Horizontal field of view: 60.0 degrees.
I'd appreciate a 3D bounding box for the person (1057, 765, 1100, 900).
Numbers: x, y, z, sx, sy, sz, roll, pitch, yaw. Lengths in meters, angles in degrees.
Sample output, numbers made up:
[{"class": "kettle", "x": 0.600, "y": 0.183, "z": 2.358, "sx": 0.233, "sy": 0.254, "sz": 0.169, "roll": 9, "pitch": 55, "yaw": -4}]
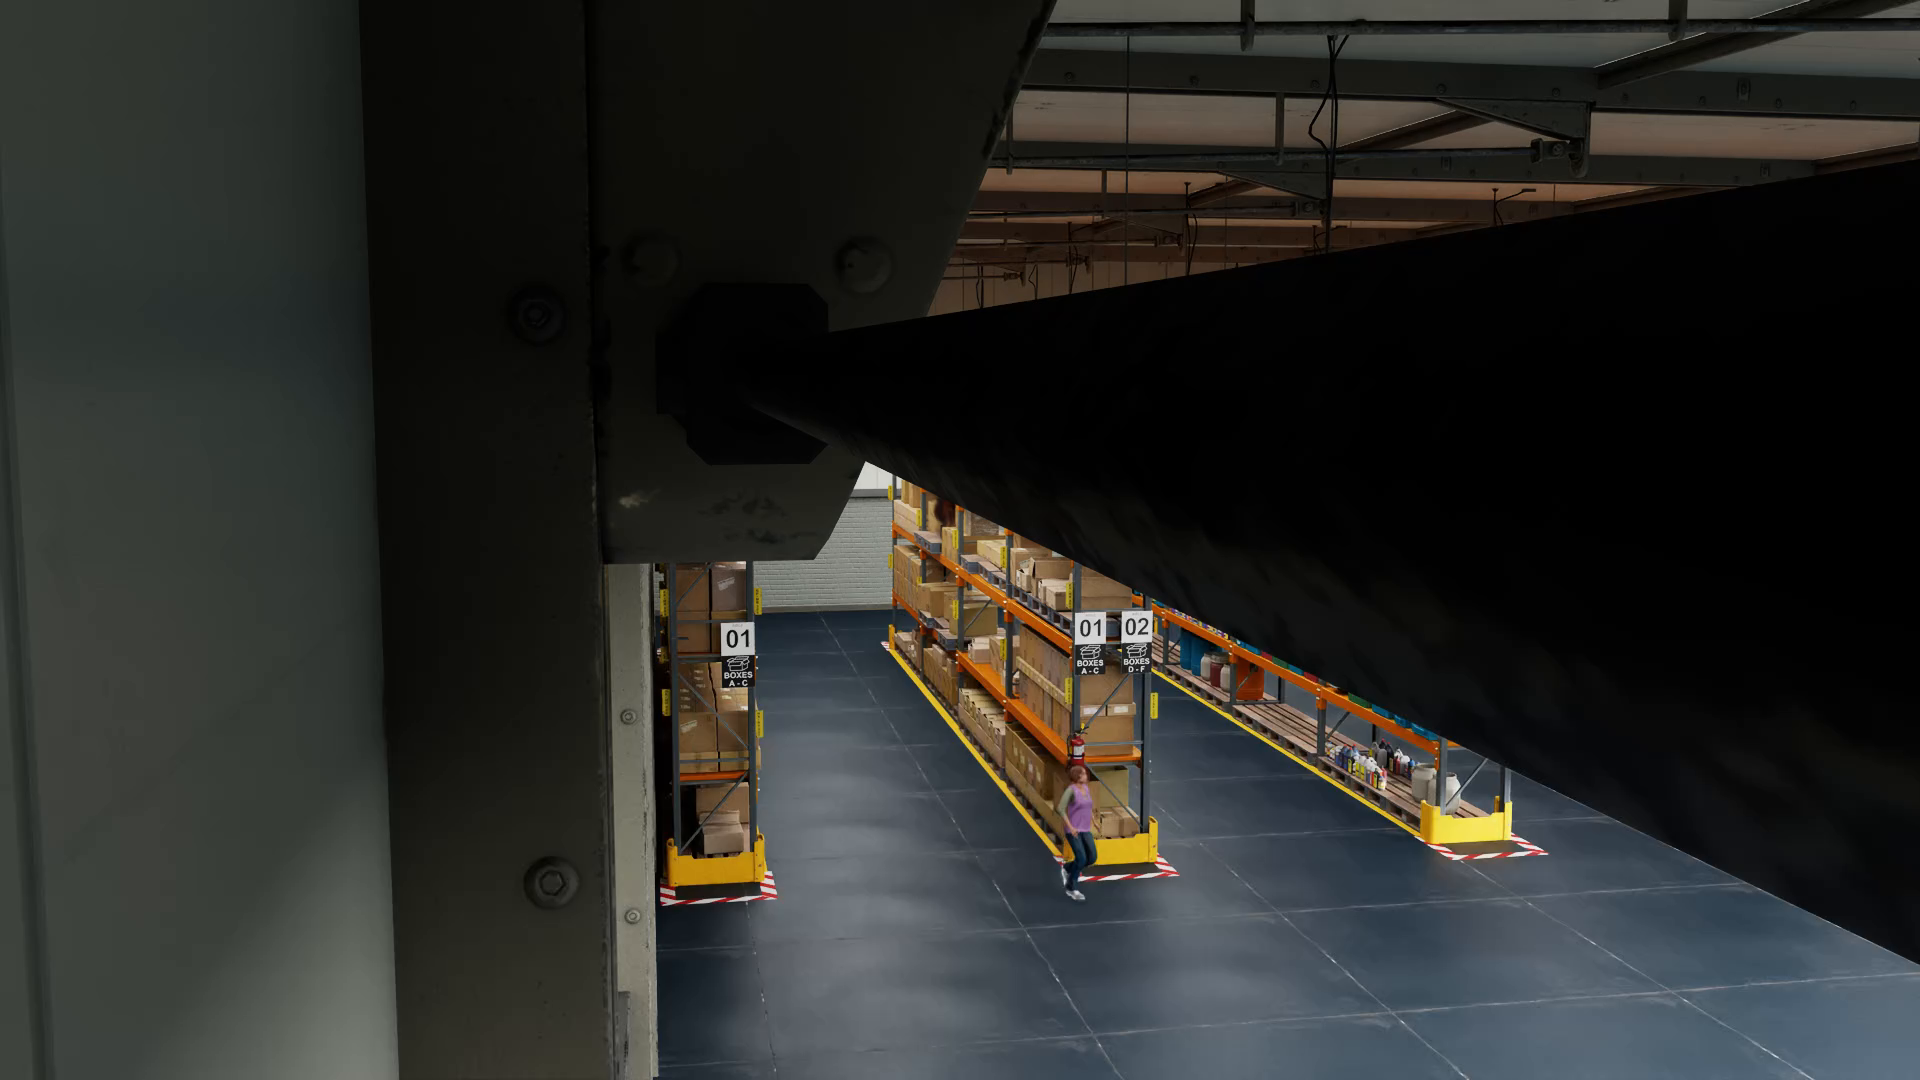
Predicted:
[{"class": "person", "x": 1.390, "y": 3.452, "z": 19.698, "sx": 0.411, "sy": 1.549, "sz": 0.601, "roll": 6, "pitch": 9, "yaw": 44}]
